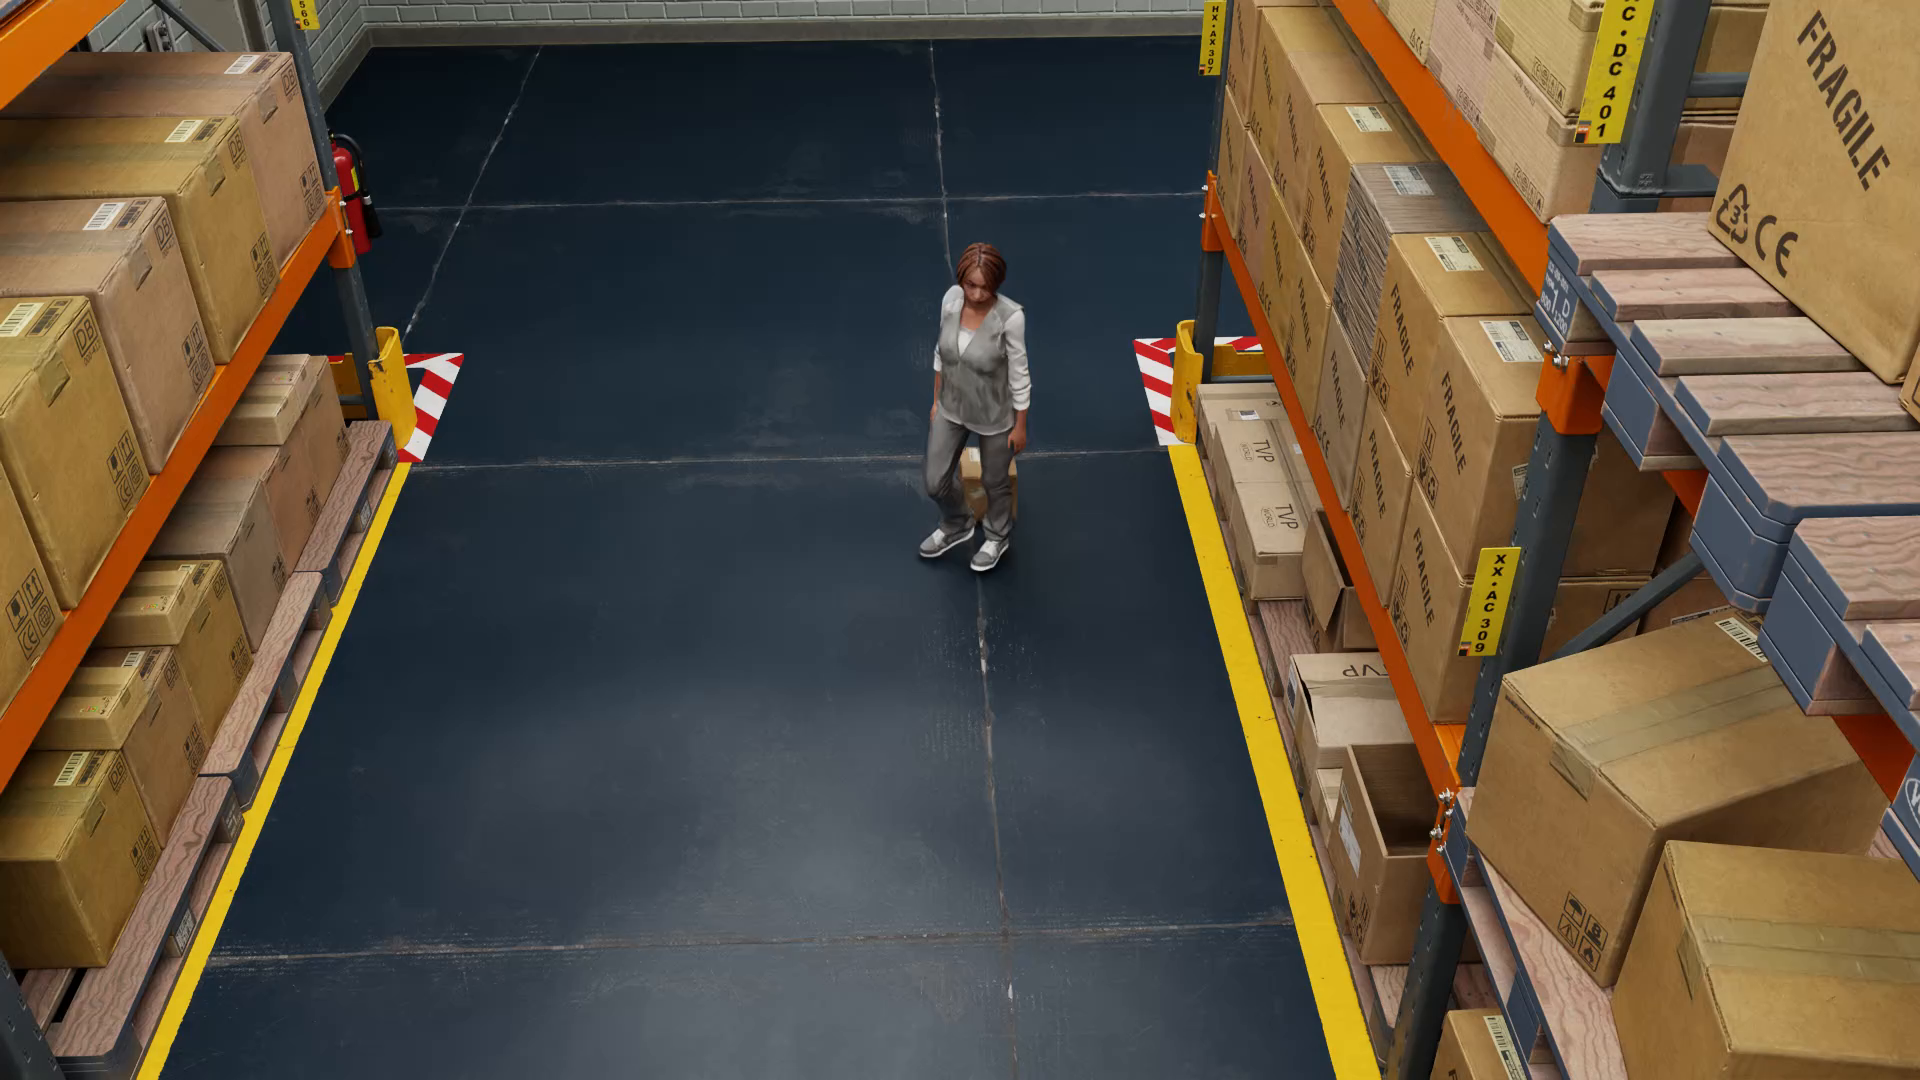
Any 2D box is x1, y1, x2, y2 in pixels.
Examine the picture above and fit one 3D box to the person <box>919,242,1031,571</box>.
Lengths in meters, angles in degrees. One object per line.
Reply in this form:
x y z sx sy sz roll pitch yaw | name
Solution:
0.068 -0.537 6.866 0.522 1.583 0.440 16 39 21 | person
